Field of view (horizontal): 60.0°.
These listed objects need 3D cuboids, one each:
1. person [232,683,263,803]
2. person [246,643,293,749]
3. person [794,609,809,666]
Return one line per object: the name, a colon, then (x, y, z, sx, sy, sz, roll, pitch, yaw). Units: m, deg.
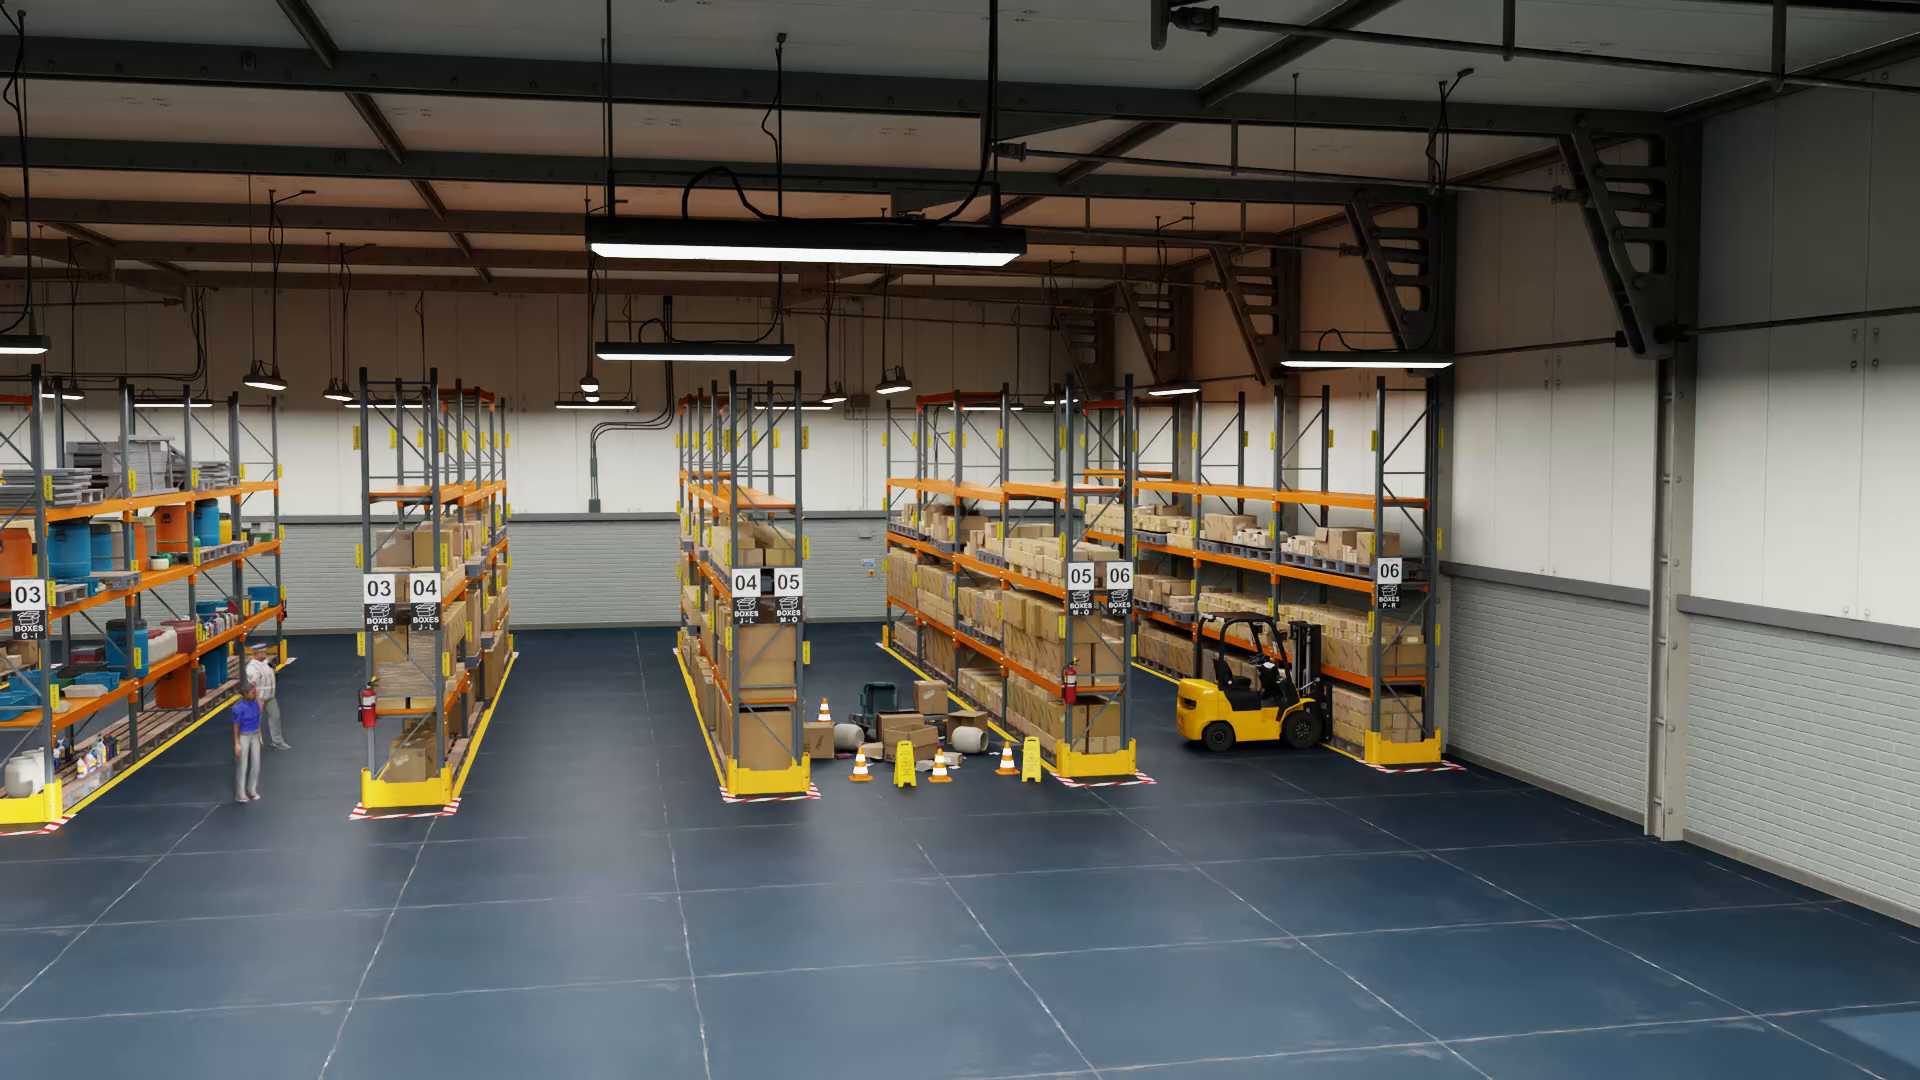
person: (-9.923, 2.806, 23.132, 0.366, 1.667, 0.485, 2, 4, 24)
person: (-11.237, 2.548, 26.838, 0.536, 1.796, 0.727, 1, 4, 21)
person: (-3.593, 1.971, 36.962, 0.385, 1.649, 0.531, -2, 4, -29)
